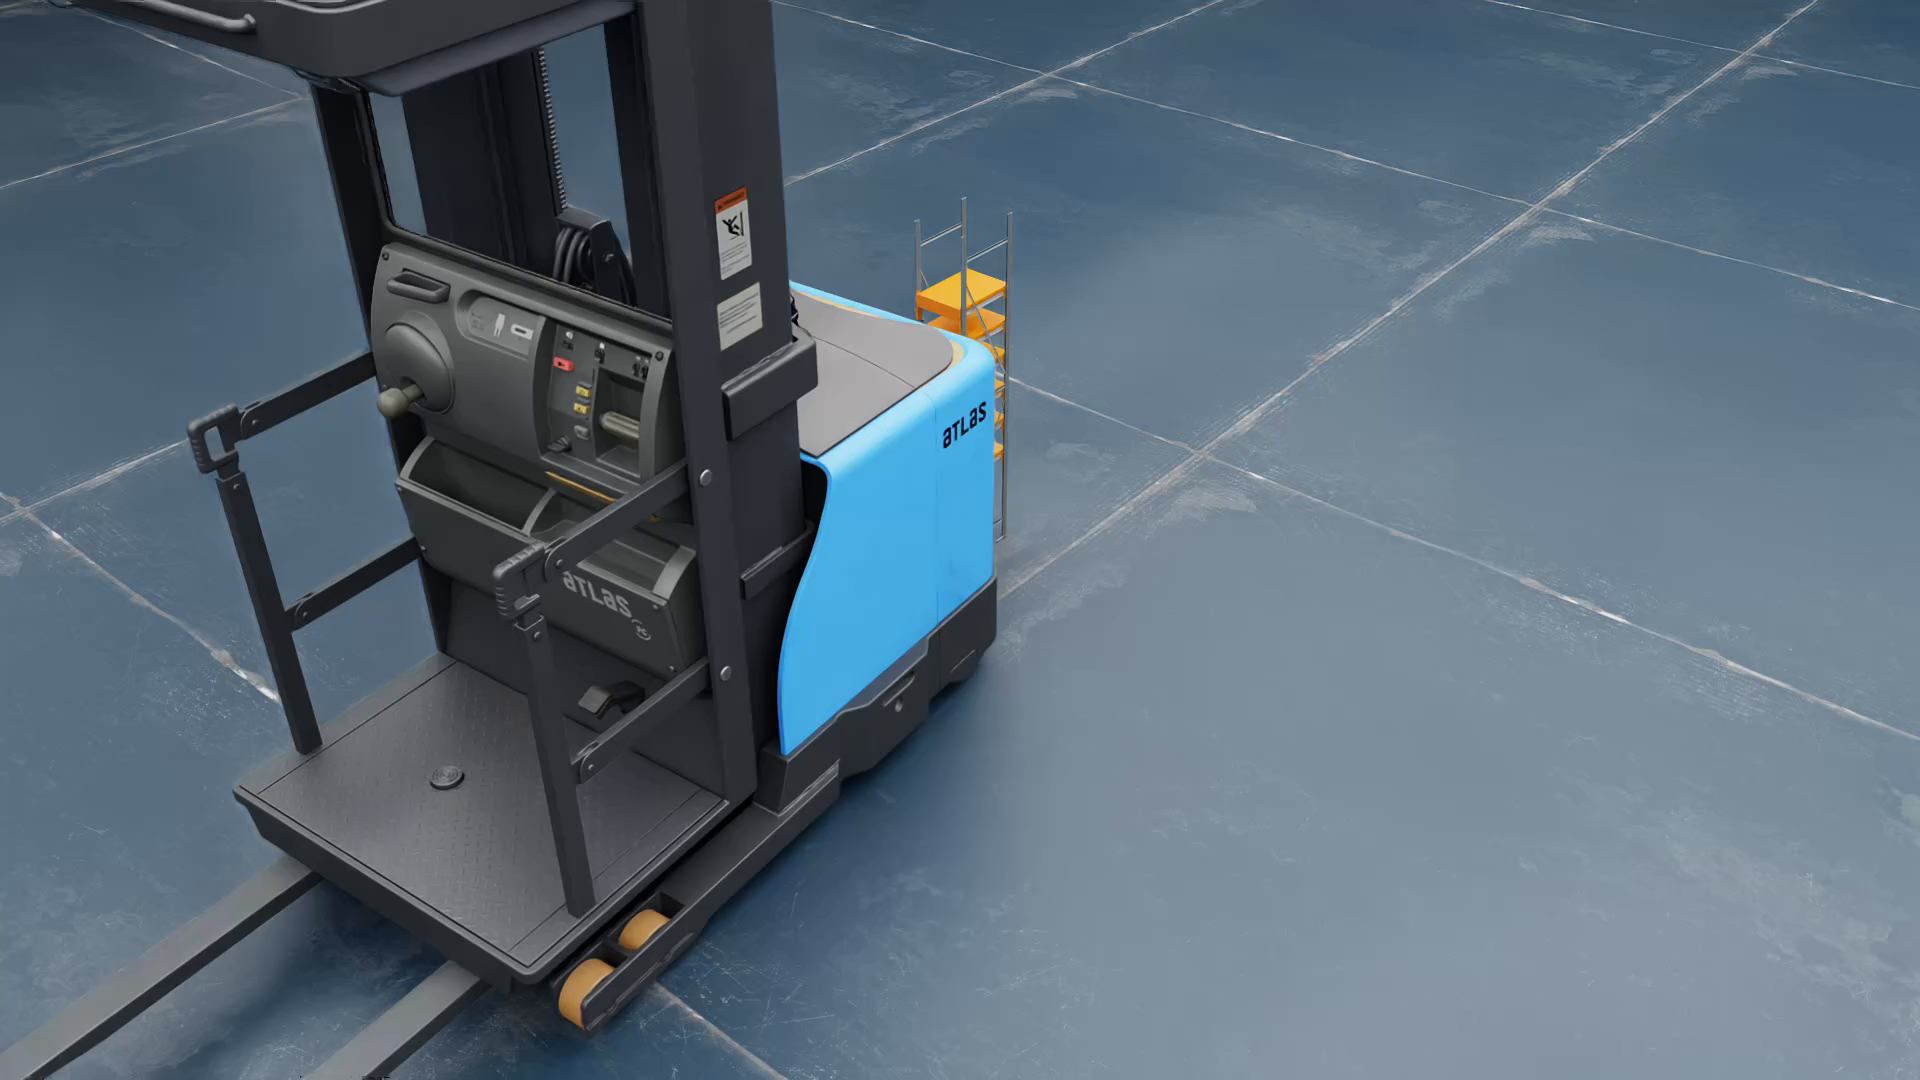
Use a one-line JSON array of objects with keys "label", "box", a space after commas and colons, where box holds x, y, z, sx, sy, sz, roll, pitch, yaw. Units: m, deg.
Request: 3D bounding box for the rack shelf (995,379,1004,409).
[{"label": "rack shelf", "box": [0.011, -0.453, 5.428, 0.180, 0.103, 0.258, 25, 42, 32]}]

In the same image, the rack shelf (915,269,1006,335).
[{"label": "rack shelf", "box": [0.011, -0.749, 5.224, 0.180, 0.103, 0.258, 25, 42, 32]}]

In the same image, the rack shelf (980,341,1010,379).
[{"label": "rack shelf", "box": [0.011, -0.552, 5.360, 0.180, 0.103, 0.258, 25, 42, 32]}]

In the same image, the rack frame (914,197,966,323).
[{"label": "rack frame", "box": [-0.059, -0.523, 5.451, 0.006, 1.200, 0.240, 25, 42, 32]}]

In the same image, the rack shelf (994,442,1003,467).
[{"label": "rack shelf", "box": [0.011, -0.255, 5.564, 0.180, 0.103, 0.258, 25, 42, 32]}]

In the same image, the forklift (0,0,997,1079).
[{"label": "forklift", "box": [-1.136, -0.336, 3.650, 1.130, 2.935, 3.031, 21, 40, 28]}]

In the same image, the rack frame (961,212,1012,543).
[{"label": "rack frame", "box": [0.081, -0.456, 5.354, 0.006, 1.200, 0.240, 25, 42, 32]}]

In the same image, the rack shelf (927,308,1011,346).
[{"label": "rack shelf", "box": [0.011, -0.651, 5.292, 0.180, 0.103, 0.258, 25, 42, 32]}]

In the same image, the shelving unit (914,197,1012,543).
[{"label": "shelving unit", "box": [0.011, -0.489, 5.403, 0.189, 1.200, 0.258, 25, 42, 32]}]

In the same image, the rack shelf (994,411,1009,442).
[{"label": "rack shelf", "box": [0.011, -0.354, 5.496, 0.180, 0.103, 0.258, 25, 42, 32]}]
